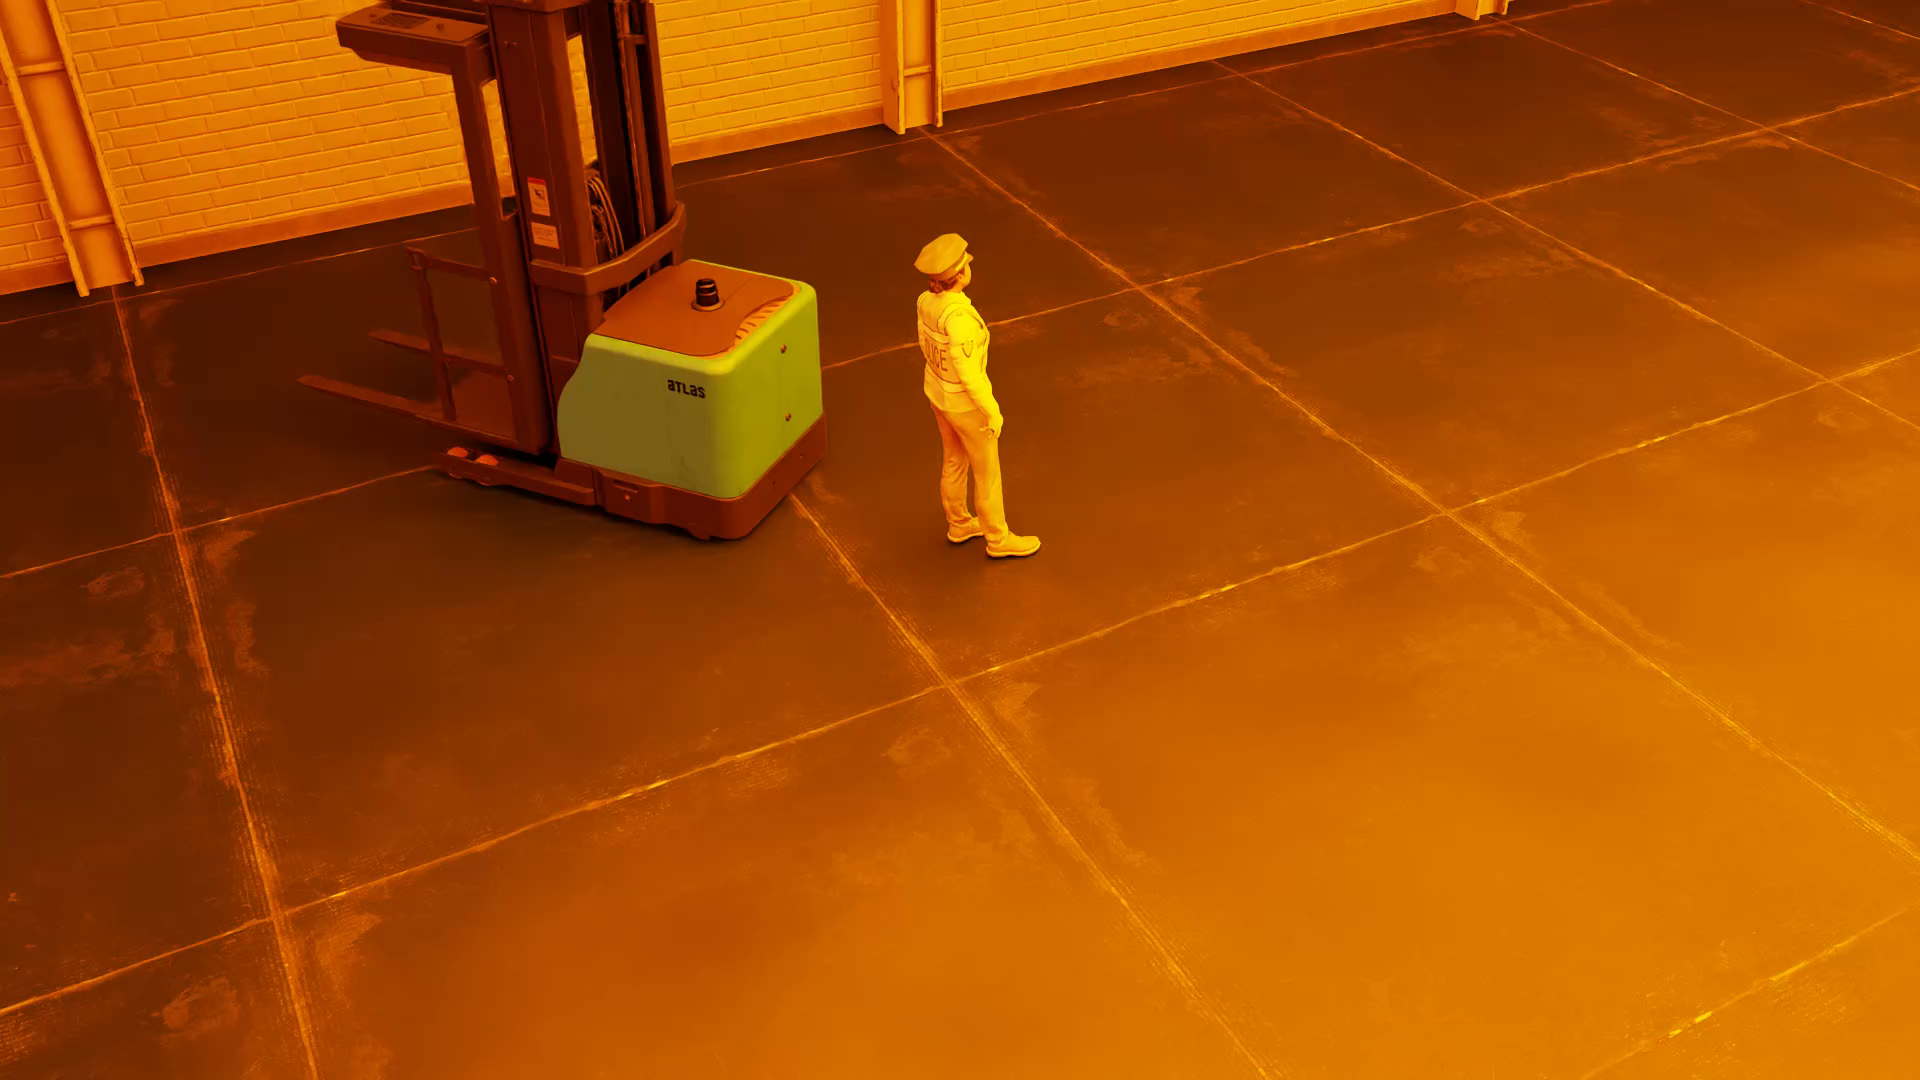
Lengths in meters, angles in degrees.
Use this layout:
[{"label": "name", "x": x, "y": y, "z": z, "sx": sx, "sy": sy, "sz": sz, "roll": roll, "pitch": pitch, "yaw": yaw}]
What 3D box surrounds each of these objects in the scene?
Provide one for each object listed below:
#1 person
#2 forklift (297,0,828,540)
[{"label": "person", "x": 0.064, "y": -0.713, "z": 8.191, "sx": 0.529, "sy": 1.694, "sz": 0.587, "roll": -17, "pitch": 39, "yaw": -23}, {"label": "forklift", "x": -2.300, "y": -1.754, "z": 8.604, "sx": 3.031, "sy": 2.935, "sz": 1.130, "roll": 14, "pitch": 38, "yaw": 19}]
